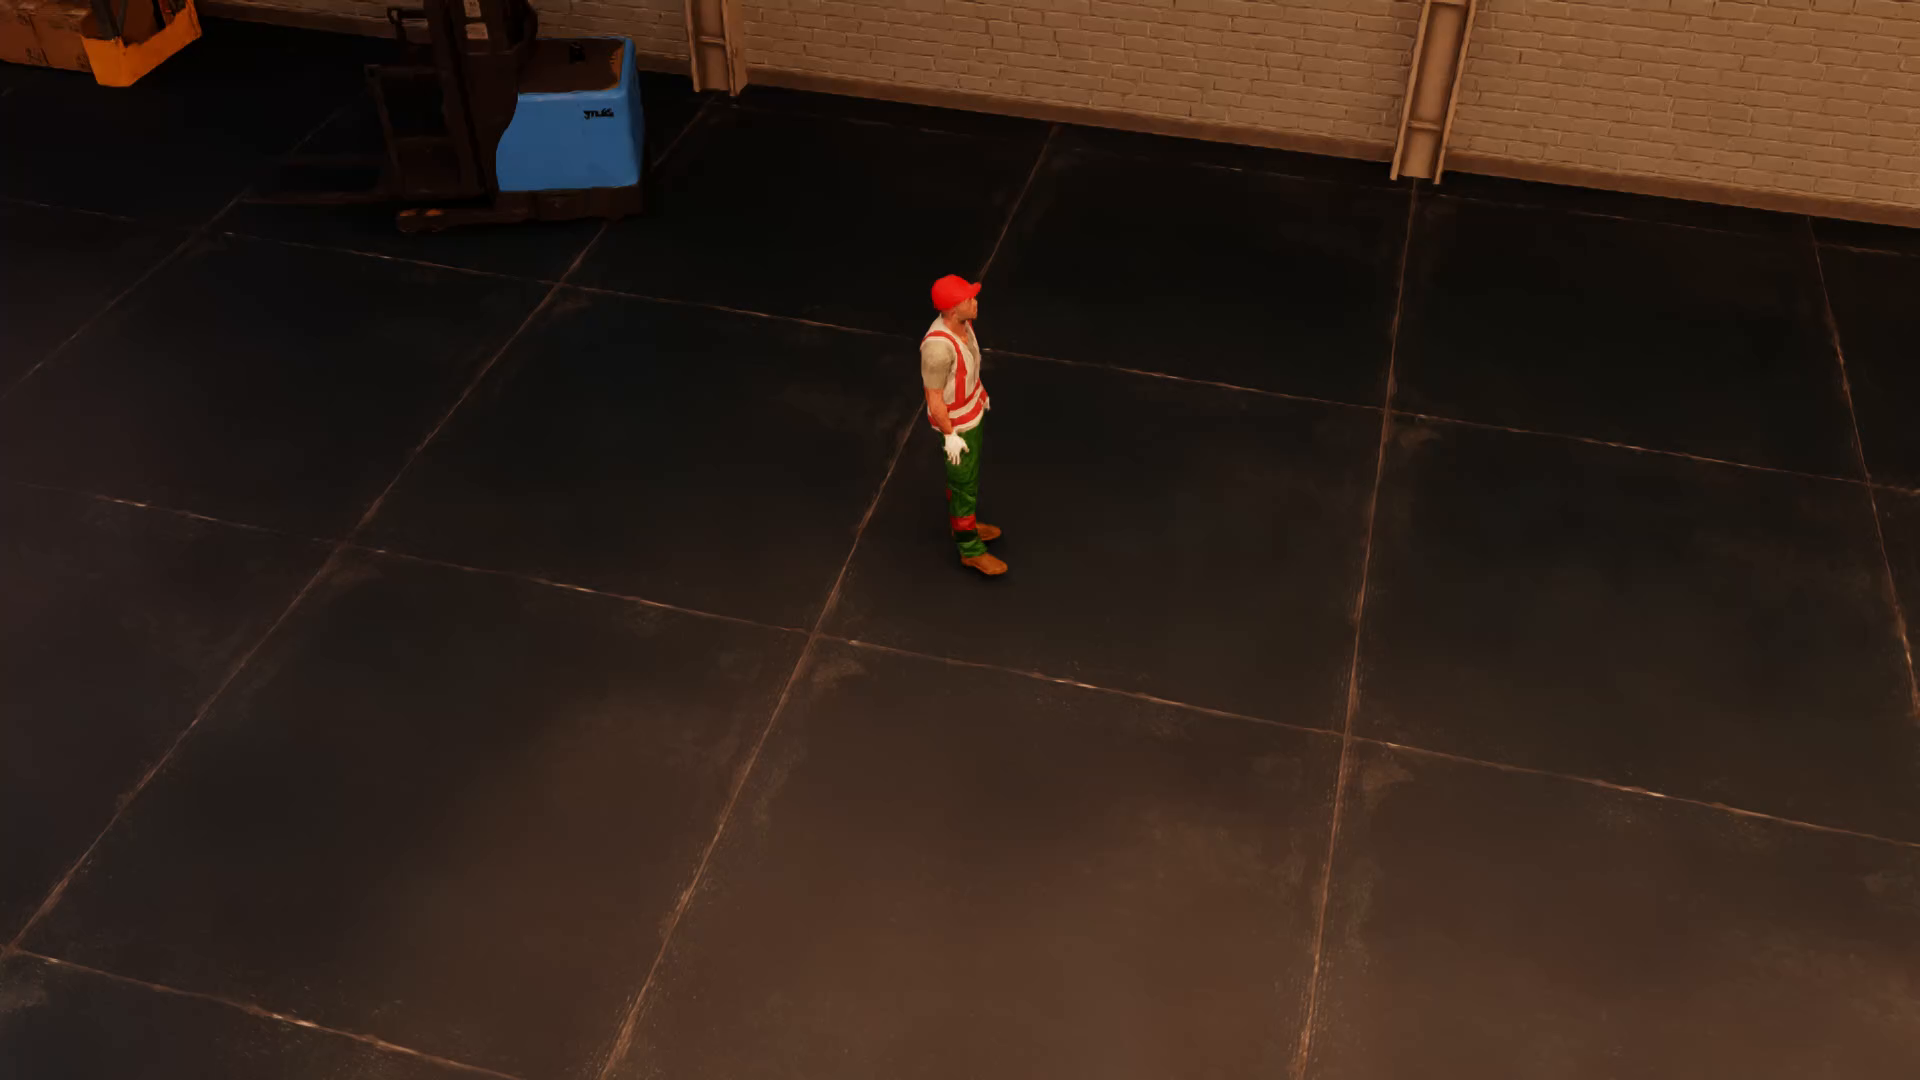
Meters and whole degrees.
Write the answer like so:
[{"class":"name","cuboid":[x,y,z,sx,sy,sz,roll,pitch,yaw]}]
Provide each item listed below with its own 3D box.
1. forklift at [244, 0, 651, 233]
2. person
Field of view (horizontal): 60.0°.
[{"class":"forklift","cuboid":[-3.993,-3.827,12.227,3.031,2.935,1.130,-3,41,-4]},{"class":"person","cuboid":[0.075,-0.687,9.441,0.563,1.787,0.637,10,42,11]}]
